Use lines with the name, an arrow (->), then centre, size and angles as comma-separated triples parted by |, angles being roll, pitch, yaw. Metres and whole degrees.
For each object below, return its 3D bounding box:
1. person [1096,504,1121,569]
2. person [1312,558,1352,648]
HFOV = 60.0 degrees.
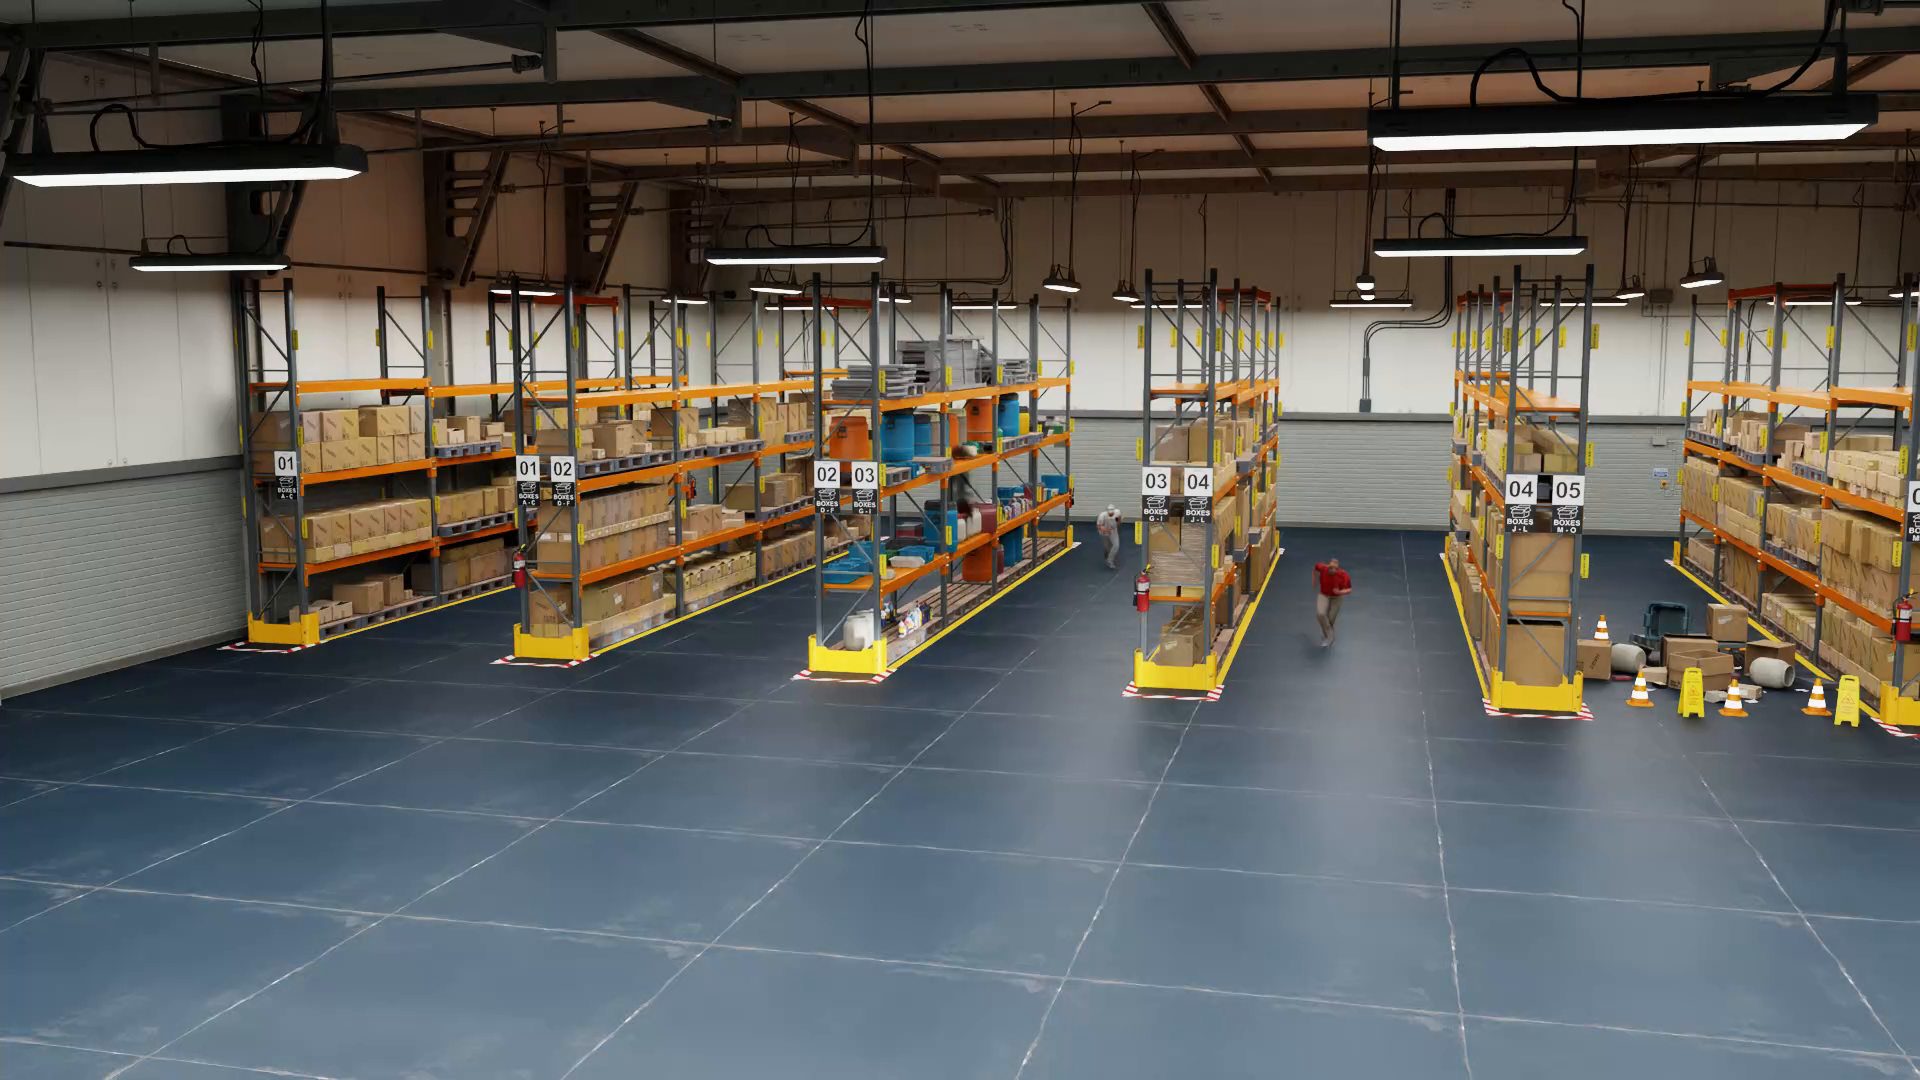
person -> 3.271, -0.103, 36.878 | 0.594, 1.461, 1.171 | -1, 7, -8
person -> 6.125, 1.001, 27.432 | 0.652, 1.517, 1.184 | 2, 7, 14
